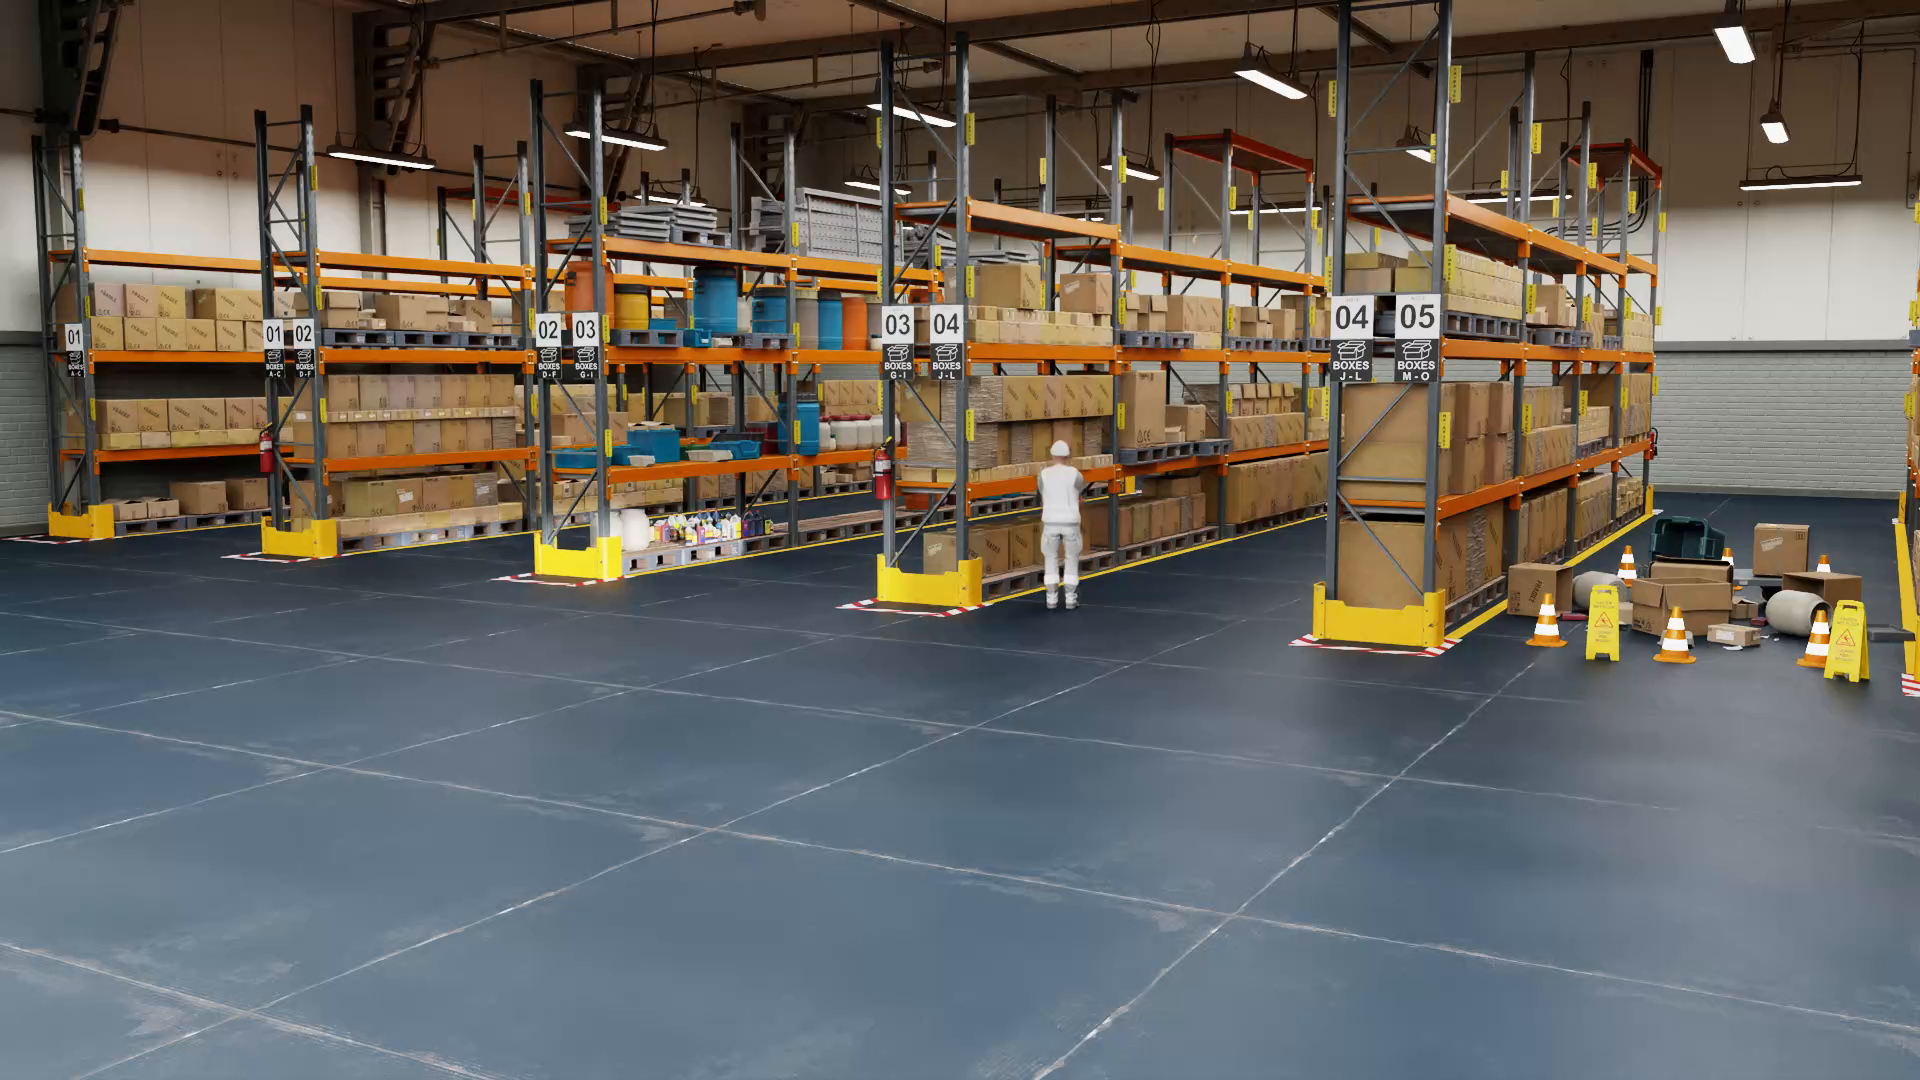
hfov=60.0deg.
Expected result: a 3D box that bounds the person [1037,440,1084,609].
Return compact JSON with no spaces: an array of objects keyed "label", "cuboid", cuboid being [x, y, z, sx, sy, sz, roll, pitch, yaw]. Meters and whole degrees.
[{"label":"person","cuboid":[1.084,-0.173,17.649,0.474,1.787,0.561,1,6,9]}]
